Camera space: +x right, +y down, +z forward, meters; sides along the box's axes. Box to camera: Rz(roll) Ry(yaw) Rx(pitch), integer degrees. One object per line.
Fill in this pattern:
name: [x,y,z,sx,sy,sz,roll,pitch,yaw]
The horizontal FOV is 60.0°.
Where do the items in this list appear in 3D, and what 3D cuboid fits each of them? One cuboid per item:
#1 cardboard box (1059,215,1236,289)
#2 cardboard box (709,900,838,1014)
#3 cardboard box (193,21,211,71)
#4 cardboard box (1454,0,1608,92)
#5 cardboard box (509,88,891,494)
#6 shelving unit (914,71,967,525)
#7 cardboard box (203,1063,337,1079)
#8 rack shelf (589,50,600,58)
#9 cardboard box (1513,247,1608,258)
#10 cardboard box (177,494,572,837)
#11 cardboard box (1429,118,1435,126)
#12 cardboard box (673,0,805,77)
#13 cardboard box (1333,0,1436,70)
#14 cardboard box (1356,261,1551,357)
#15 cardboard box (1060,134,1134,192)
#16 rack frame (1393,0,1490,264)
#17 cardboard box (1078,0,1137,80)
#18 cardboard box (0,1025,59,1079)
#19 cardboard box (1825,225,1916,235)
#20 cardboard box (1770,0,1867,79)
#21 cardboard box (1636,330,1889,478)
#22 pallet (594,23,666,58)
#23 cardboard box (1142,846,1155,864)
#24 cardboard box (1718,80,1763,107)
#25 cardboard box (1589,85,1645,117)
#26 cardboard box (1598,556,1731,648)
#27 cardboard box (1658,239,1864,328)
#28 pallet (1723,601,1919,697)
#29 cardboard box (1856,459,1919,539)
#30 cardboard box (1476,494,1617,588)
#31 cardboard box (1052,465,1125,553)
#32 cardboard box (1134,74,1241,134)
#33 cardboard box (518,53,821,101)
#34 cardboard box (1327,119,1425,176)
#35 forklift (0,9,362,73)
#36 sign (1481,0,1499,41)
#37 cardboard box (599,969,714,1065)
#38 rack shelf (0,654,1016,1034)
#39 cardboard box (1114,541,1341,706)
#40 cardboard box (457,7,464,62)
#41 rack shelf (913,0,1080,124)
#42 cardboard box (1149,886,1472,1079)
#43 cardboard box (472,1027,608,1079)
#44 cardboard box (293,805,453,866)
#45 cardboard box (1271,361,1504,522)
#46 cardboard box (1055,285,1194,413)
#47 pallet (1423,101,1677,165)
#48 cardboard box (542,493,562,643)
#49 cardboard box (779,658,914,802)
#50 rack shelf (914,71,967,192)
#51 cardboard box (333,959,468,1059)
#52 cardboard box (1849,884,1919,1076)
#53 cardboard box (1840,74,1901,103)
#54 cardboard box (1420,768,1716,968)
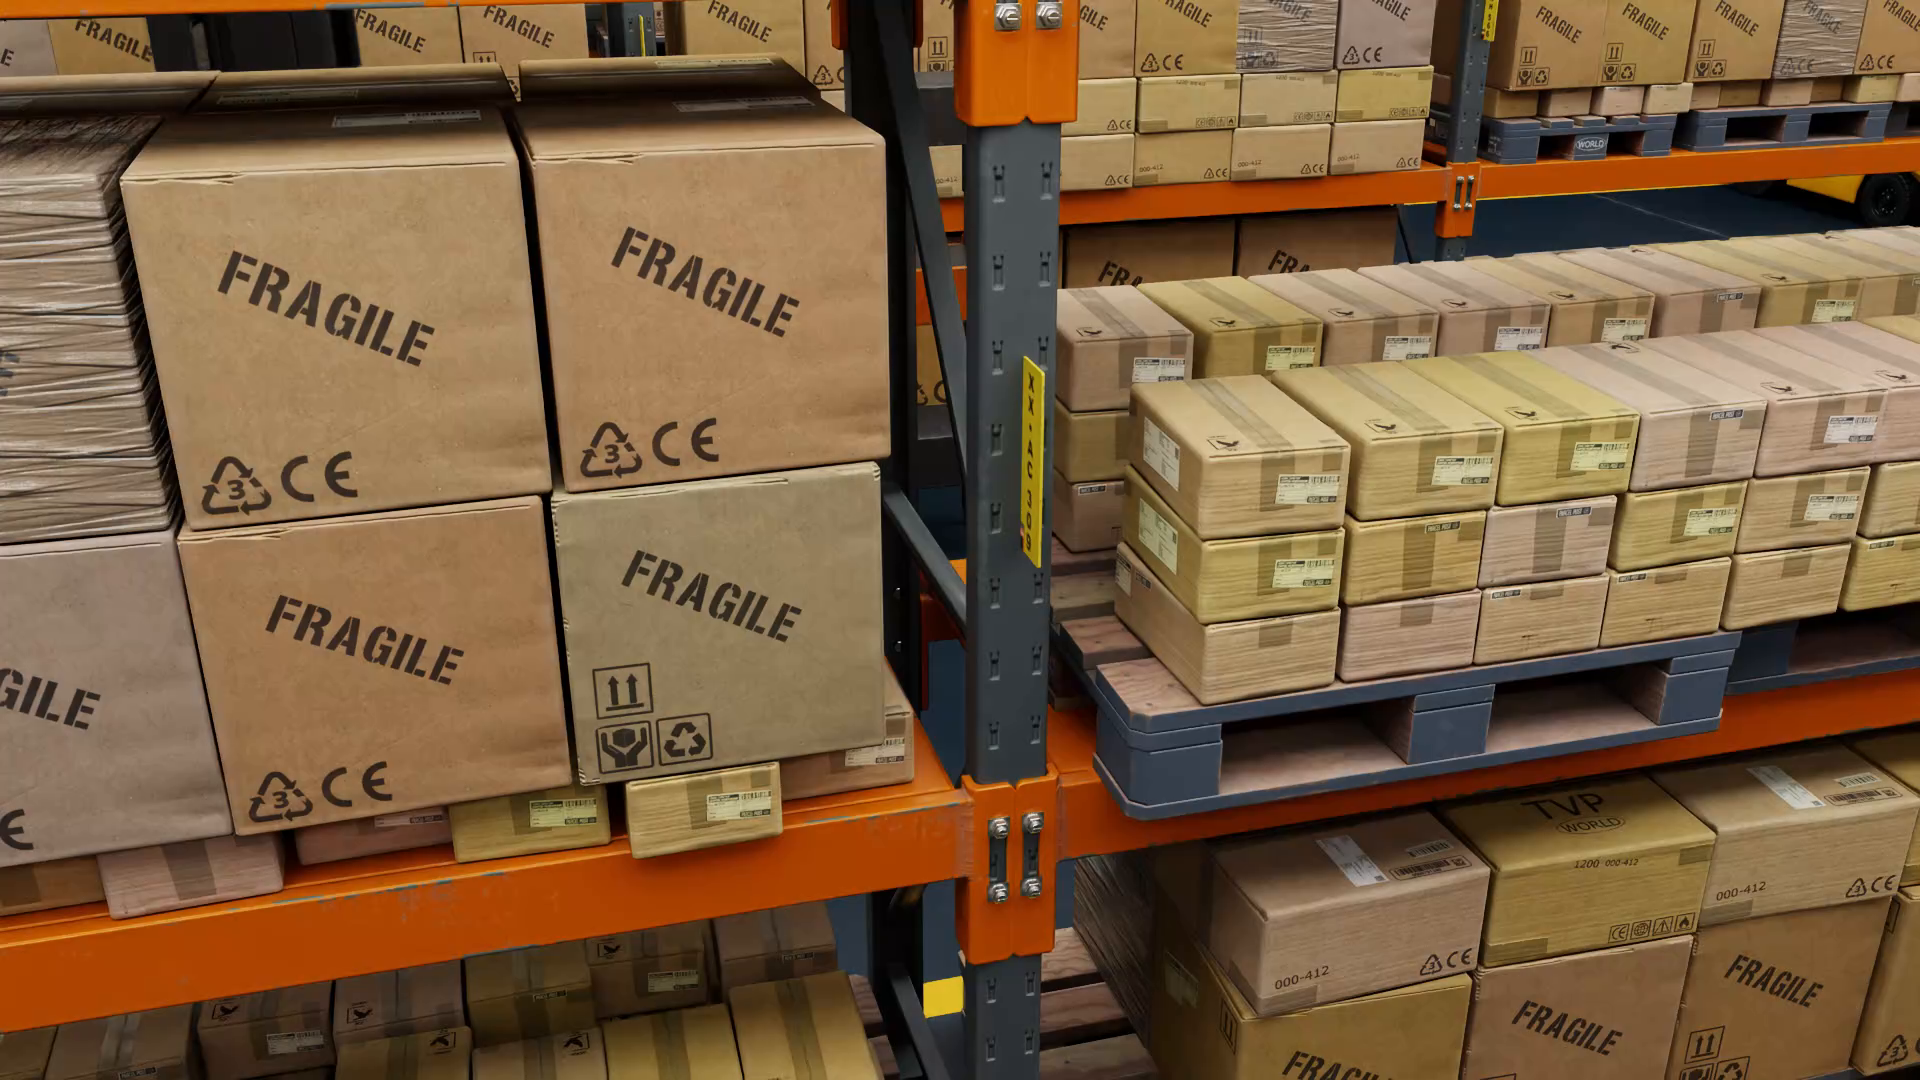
cardboard box: [0.829,-1.305,8.650,0.875,0.875,0.875,-6,24,-14]
cardboard box: [-0.428,0.872,3.742,0.250,0.149,0.380,-5,24,-12]
cardboard box: [-2.833,-2.040,6.805,0.500,0.500,0.500,-6,24,-14]
cardboard box: [2.872,-2.560,8.375,0.500,0.500,0.500,-7,24,-16]
cardboard box: [-0.420,-0.419,2.650,0.500,0.500,0.500,-7,24,-16]
shelving unit: [-0.159,-0.947,6.795,0.503,2.100,0.431,-6,24,-14]
cardboard box: [-1.452,1.117,3.549,0.250,0.149,0.380,-5,24,-12]
rack shelf: [-0.894,-3.565,12.666,4.000,0.370,1.077,-6,24,-14]
cardboard box: [3.631,-1.348,9.387,0.625,0.372,0.950,-7,24,-15]
cardboard box: [-0.931,0.101,2.705,0.500,0.500,0.500,-7,24,-16]
cardboard box: [3.634,-3.496,14.074,0.625,0.625,0.875,-7,24,-15]
cardboard box: [-0.974,-2.241,7.275,0.500,0.500,0.500,-6,24,-14]
cardboard box: [1.949,-2.575,8.053,0.500,0.500,0.500,-7,24,-16]
cardboard box: [1.053,-0.481,3.599,0.250,0.149,0.380,-6,24,-15]
cardboard box: [0.499,-1.830,7.901,0.500,0.250,0.500,-7,24,-15]
rack frame: [2.376,-2.224,8.630,0.127,3.000,1.000,-6,24,-14]
cardboard box: [0.488,-2.416,7.682,0.500,0.500,0.500,-7,24,-15]
cardboard box: [-1.940,1.029,3.376,0.250,0.149,0.380,-6,24,-14]
cardboard box: [5.723,-1.579,9.925,0.625,0.372,0.950,-6,24,-14]
cardboard box: [4.365,-2.727,8.766,0.500,0.500,0.500,-7,24,-16]
cardboard box: [1.464,-0.259,3.082,0.250,0.149,0.380,-7,24,-15]
pallet: [-2.021,-3.638,12.167,1.213,0.211,1.003,-6,24,-14]
cardboard box: [0.608,0.506,3.953,0.500,0.250,0.500,-7,24,-16]
cardboard box: [4.039,-2.416,8.864,0.250,0.149,0.380,-5,24,-12]
cardboard box: [3.296,-2.295,8.580,0.250,0.149,0.380,-8,24,-18]
cardboard box: [1.212,0.042,3.133,0.250,0.149,0.380,-6,24,-14]
cardboard box: [1.807,-0.565,3.795,0.250,0.149,0.380,-7,24,-15]
pallet: [1.916,-0.041,3.785,1.213,0.211,1.003,-6,24,-14]
cardboard box: [1.725,-0.153,3.211,0.250,0.149,0.380,-7,24,-15]
cardboard box: [0.960,-0.067,3.011,0.250,0.149,0.380,-6,24,-13]
cardboard box: [0.288,-0.125,3.522,0.250,0.149,0.380,-7,24,-16]
cardboard box: [0.998,-2.119,7.940,0.500,0.250,0.500,-7,24,-16]
cardboard box: [-0.541,-0.616,3.110,0.500,0.500,0.500,-6,24,-13]
cardboard box: [1.959,-2.003,8.304,0.500,0.250,0.500,-7,24,-16]
forklift: [-2.813,-1.006,5.876,3.031,2.935,1.130,-5,24,-12]
sign: [2.529,-2.546,7.911,0.005,0.325,0.100,-6,24,-14]
cardboard box: [-0.696,1.029,3.753,0.250,0.149,0.380,-6,24,-14]
rack shelf: [-1.966,0.614,2.927,4.000,0.370,1.077,-6,24,-14]
cardboard box: [0.463,0.126,2.939,0.250,0.149,0.380,-7,24,-17]
cardboard box: [-2.487,-2.293,7.396,0.500,0.500,0.500,-7,24,-15]
rack shelf: [1.885,-1.190,3.329,4.000,0.370,1.077,-6,24,-14]
cardboard box: [0.742,1.048,3.641,0.500,0.500,0.500,-5,24,-12]
cardboard box: [-0.786,1.122,3.159,0.250,0.149,0.380,-7,24,-15]
cardboard box: [-1.011,0.381,2.876,0.250,0.149,0.380,-7,24,-16]
cardboard box: [0.730,-0.180,2.897,0.250,0.149,0.380,-6,24,-13]
cardboard box: [0.293,-0.397,3.404,0.250,0.149,0.380,-5,24,-12]
pallet: [3.033,-2.252,8.938,1.003,0.211,1.213,-6,24,-14]
cardboard box: [-0.586,-0.155,3.303,0.500,0.500,0.500,-7,24,-15]
cardboard box: [-0.253,0.305,3.053,0.250,0.149,0.380,-7,24,-15]
rack shelf: [-0.159,-1.578,6.524,0.480,0.518,0.431,-6,24,-14]
cardboard box: [-1.185,0.961,3.534,0.250,0.149,0.380,-7,24,-16]
cardboard box: [2.242,0.886,4.019,0.500,0.500,0.500,-7,24,-17]
cardboard box: [4.820,-2.465,8.977,0.250,0.149,0.380,-6,24,-14]
cardboard box: [1.254,0.645,3.628,0.500,0.250,0.500,-6,24,-13]
